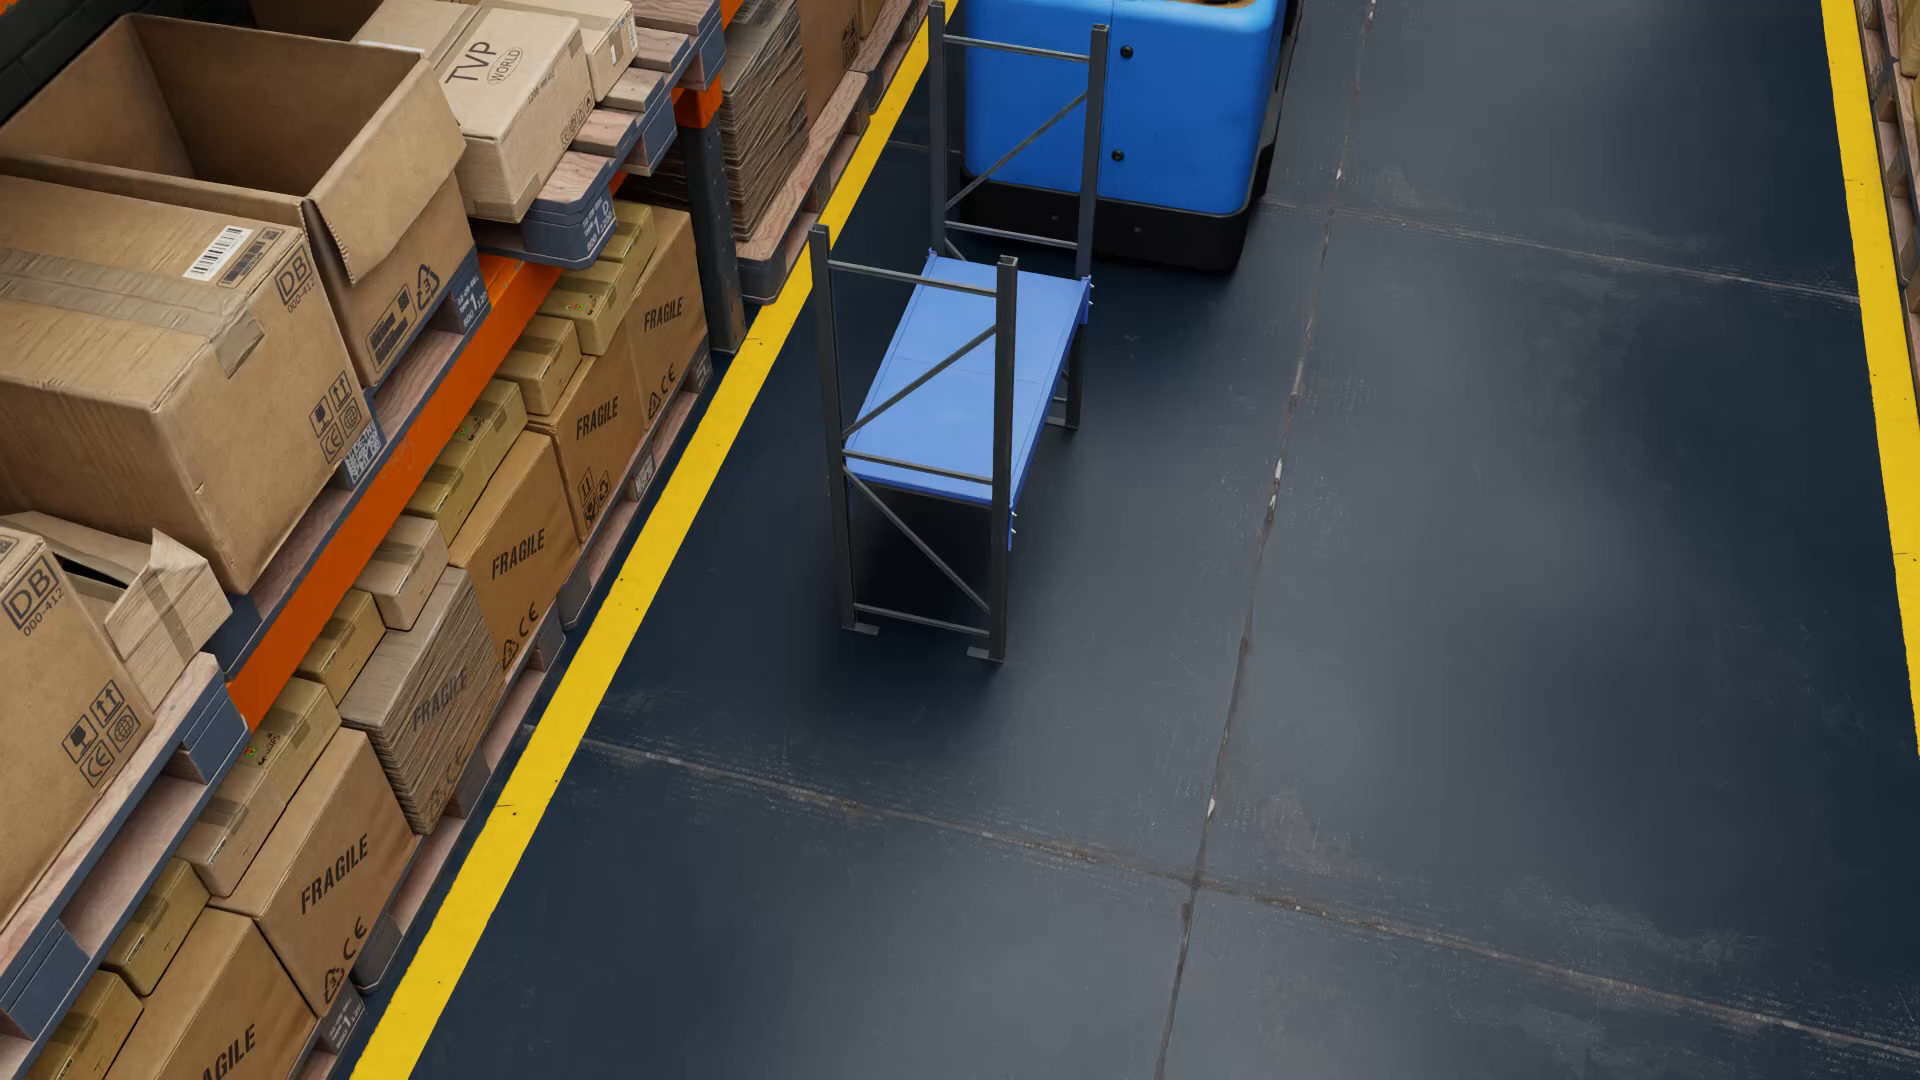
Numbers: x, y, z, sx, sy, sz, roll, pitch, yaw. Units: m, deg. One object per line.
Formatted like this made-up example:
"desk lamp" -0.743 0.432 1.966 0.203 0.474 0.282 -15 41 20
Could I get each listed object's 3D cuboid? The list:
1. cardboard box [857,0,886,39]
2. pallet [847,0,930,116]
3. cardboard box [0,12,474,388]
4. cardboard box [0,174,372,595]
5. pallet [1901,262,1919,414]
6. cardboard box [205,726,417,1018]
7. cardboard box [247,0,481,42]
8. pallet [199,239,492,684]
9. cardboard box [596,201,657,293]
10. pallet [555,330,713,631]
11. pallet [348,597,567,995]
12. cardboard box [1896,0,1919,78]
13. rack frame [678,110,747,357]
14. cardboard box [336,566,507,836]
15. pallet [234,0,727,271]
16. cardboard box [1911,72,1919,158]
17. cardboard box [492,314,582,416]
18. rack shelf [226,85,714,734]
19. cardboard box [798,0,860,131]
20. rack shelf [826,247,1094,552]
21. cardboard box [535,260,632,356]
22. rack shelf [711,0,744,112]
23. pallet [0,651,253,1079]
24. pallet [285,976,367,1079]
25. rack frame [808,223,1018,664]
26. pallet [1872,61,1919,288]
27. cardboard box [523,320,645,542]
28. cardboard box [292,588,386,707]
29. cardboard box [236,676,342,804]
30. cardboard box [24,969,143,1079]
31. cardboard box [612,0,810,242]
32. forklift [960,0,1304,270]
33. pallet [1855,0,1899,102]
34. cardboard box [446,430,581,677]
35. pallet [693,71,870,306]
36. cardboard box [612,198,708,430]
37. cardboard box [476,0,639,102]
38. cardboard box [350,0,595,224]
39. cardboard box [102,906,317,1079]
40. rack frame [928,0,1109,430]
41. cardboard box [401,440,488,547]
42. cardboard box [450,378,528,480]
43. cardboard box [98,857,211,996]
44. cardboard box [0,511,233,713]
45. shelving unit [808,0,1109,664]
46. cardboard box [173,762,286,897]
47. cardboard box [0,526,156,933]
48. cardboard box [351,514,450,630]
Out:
"cardboard box" -0.734 -2.540 6.795 0.875 0.625 0.625 10 49 8
"pallet" -0.675 -2.322 7.158 1.003 0.211 1.213 12 50 10
"cardboard box" -1.504 -0.733 3.547 0.797 0.503 0.637 11 49 9
"cardboard box" -1.620 -0.304 3.171 0.700 0.500 0.500 11 50 10
"pallet" 3.744 -0.442 5.500 1.003 0.211 1.213 12 50 10
"cardboard box" -1.695 0.752 3.973 0.500 0.500 0.500 10 49 9
"cardboard box" -1.539 -1.608 4.321 0.500 0.500 0.500 14 50 12
"pallet" -1.760 -0.306 3.647 1.003 0.211 1.213 12 50 10
"cardboard box" -1.138 -0.896 4.995 0.380 0.149 0.250 9 49 8
"pallet" -1.486 -0.322 5.393 1.003 0.211 1.213 12 50 10
"pallet" -1.809 0.558 4.617 1.003 0.211 1.213 12 50 10
"cardboard box" 4.268 -2.062 6.542 0.950 0.372 0.625 14 50 12
"rack frame" -1.253 -1.777 4.818 1.000 3.000 0.127 12 50 10
"cardboard box" -1.552 0.378 4.303 0.500 0.500 0.500 10 49 9
"pallet" -1.363 -1.209 4.445 1.213 0.211 1.003 12 50 10
"cardboard box" 4.087 -1.559 6.098 0.950 0.372 0.625 13 50 11
"cardboard box" -1.292 -0.511 4.655 0.380 0.149 0.250 10 49 9
"rack shelf" -1.779 -0.092 3.811 1.077 0.370 4.000 12 50 10
"cardboard box" -0.911 -2.053 6.365 0.875 0.625 0.625 13 50 11
"rack shelf" 0.022 -0.439 4.877 0.538 0.185 1.000 12 50 10
"cardboard box" -1.180 -0.693 4.815 0.380 0.149 0.250 9 49 8
"rack shelf" -0.726 -2.986 6.364 1.077 0.370 4.000 12 50 10
"pallet" -1.990 0.623 2.827 1.003 0.211 1.213 12 50 10
"pallet" -2.128 1.443 3.835 1.003 0.211 1.213 12 50 10
"rack frame" -0.111 -0.190 4.418 0.500 1.500 0.032 12 50 10
"pallet" 4.067 -1.322 6.276 1.003 0.211 1.213 12 50 10
"cardboard box" -1.298 -0.381 4.972 0.500 0.500 0.500 11 49 9
"cardboard box" -1.628 0.225 4.005 0.380 0.149 0.250 12 50 10
"cardboard box" -1.671 0.426 3.828 0.380 0.149 0.250 13 50 11
"cardboard box" -1.900 0.979 3.339 0.380 0.149 0.250 9 49 8
"cardboard box" -1.075 -1.579 5.946 0.875 0.625 0.625 13 50 11
"forklift" 0.860 -3.077 6.011 1.130 2.935 3.031 11 49 9
"pallet" 4.386 -2.207 7.057 1.003 0.211 1.213 12 50 10
"cardboard box" -1.434 -0.001 4.638 0.500 0.500 0.500 14 50 12
"pallet" -0.998 -1.442 6.382 1.003 0.211 1.213 12 50 10
"cardboard box" -1.157 -0.740 5.290 0.500 0.500 0.500 13 50 11
"cardboard box" -1.055 -1.282 4.268 0.380 0.149 0.250 12 50 11
"cardboard box" -1.218 -1.039 3.987 0.500 0.250 0.500 9 49 8
"cardboard box" -1.830 1.112 3.655 0.500 0.500 0.500 11 49 10
"rack frame" 0.156 -0.926 5.067 0.500 1.500 0.032 12 50 10
"cardboard box" -1.471 -0.148 4.335 0.380 0.149 0.250 11 49 9
"cardboard box" -1.405 -0.329 4.494 0.380 0.149 0.250 13 50 11
"cardboard box" -1.841 0.778 3.517 0.380 0.149 0.250 11 49 9
"cardboard box" -1.570 0.093 2.977 0.396 0.266 0.258 14 50 12
"shelving unit" 0.022 -0.558 4.742 0.538 1.500 1.048 12 50 10
"cardboard box" -1.739 0.605 3.670 0.380 0.149 0.250 11 50 10
"cardboard box" -1.826 0.264 2.670 0.700 0.500 0.500 12 50 10
"cardboard box" -1.514 0.057 4.153 0.380 0.149 0.250 9 49 8
